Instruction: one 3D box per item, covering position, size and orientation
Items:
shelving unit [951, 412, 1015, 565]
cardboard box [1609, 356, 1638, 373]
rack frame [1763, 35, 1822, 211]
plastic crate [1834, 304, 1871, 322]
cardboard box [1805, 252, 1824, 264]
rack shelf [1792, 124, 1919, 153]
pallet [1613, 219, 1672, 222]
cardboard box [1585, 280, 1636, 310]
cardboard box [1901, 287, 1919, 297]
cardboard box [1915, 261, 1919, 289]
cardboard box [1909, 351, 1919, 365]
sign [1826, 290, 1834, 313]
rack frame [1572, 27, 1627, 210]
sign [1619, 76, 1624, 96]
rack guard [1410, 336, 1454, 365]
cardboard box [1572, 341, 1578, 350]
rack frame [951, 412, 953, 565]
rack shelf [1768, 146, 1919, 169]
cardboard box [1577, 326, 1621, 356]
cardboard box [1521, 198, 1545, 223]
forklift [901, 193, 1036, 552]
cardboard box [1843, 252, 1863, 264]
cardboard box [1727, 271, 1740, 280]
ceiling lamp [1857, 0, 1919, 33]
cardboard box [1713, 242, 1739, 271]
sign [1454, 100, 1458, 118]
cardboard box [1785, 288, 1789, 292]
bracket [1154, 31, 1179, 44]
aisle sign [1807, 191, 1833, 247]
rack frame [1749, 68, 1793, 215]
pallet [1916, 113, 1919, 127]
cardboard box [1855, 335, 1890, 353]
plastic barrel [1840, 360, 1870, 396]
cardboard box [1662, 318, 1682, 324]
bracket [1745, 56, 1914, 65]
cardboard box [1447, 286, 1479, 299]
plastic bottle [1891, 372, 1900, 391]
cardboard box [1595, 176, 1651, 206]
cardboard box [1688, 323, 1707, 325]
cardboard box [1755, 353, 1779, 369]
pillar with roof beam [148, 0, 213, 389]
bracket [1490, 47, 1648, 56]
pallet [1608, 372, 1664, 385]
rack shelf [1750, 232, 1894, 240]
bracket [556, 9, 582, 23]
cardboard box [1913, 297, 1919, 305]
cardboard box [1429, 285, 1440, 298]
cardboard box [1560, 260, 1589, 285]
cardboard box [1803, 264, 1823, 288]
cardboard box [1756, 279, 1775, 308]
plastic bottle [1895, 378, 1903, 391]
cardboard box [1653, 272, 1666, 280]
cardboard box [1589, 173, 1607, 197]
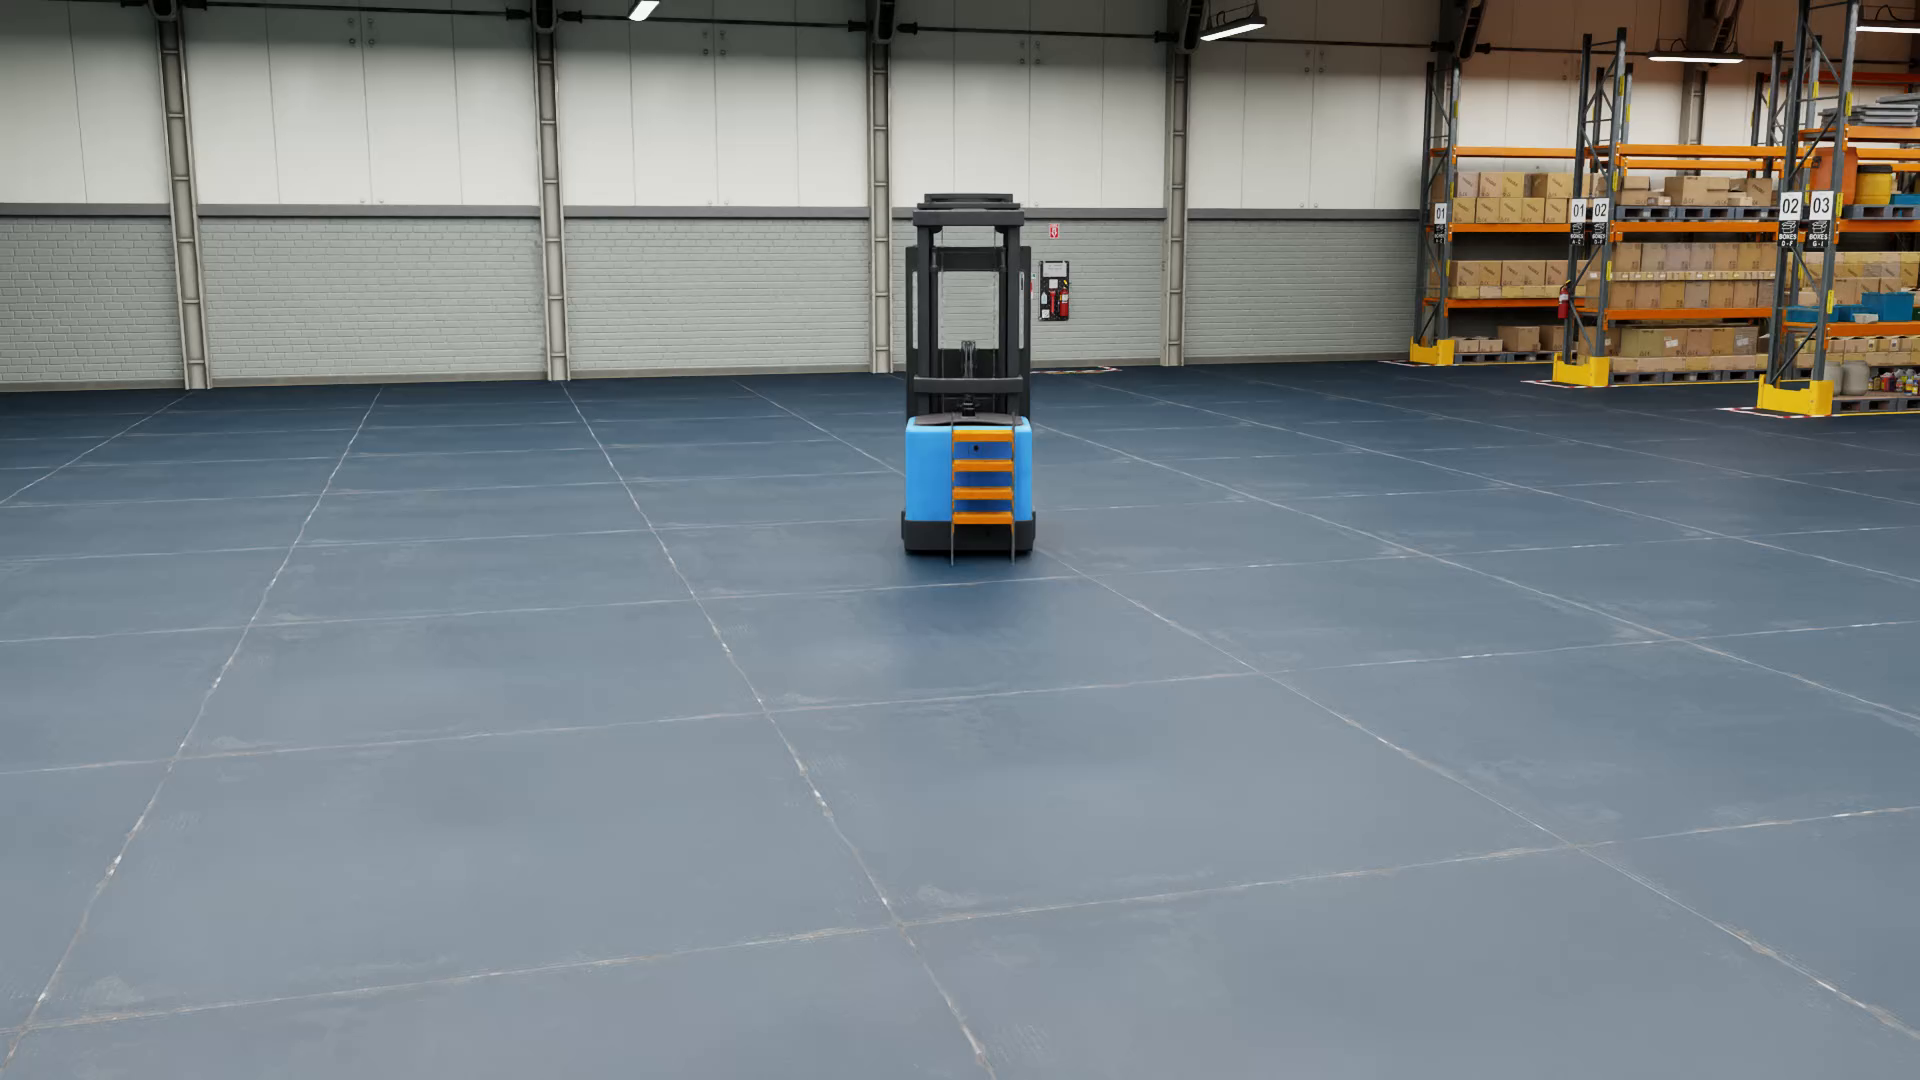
[{"bbox_3d":[0.181,-0.410,13.260,0.503,1.200,0.258,0,10,-1],"label":"shelving unit"},{"bbox_3d":[11.551,-3.087,29.265,0.500,0.250,0.500,-3,11,-16],"label":"cardboard box"},{"bbox_3d":[14.814,-7.397,29.674,0.127,3.000,1.000,-3,11,-16],"label":"rack frame"},{"bbox_3d":[13.376,-3.419,25.046,0.408,0.251,0.499,-3,11,-16],"label":"plastic crate"},{"bbox_3d":[18.290,-6.090,35.917,0.500,0.250,0.500,-3,11,-17],"label":"cardboard box"},{"bbox_3d":[14.275,-5.884,24.547,4.000,0.370,1.077,-3,11,-16],"label":"rack shelf"},{"bbox_3d":[14.048,-6.703,34.708,1.003,0.211,1.213,-3,11,-16],"label":"pallet"},{"bbox_3d":[11.425,-4.315,29.224,0.500,0.500,0.700,-3,11,-16],"label":"cardboard box"},{"bbox_3d":[17.742,-4.594,31.261,0.500,0.311,0.500,-3,11,-17],"label":"cardboard box"},{"bbox_3d":[21.633,-5.885,37.199,0.700,0.700,0.980,-3,11,-15],"label":"cardboard box"},{"bbox_3d":[17.724,-3.408,31.007,0.500,0.250,0.500,-3,11,-17],"label":"cardboard box"},{"bbox_3d":[12.504,-3.423,23.893,0.005,0.325,0.100,-3,11,-16],"label":"sign"},{"bbox_3d":[10.974,-7.195,28.574,0.127,3.000,1.000,-3,11,-16],"label":"rack frame"},{"bbox_3d":[11.123,-7.635,27.949,0.005,0.325,0.100,-3,11,-16],"label":"sign"},{"bbox_3d":[9.658,-3.880,34.041,0.348,0.500,1.175,-3,11,-16],"label":"rack guard"},{"bbox_3d":[12.921,-4.098,34.935,0.250,0.166,0.380,-5,11,-23],"label":"cardboard box"},{"bbox_3d":[-0.063,-0.409,13.258,0.015,1.200,0.240,0,10,-1],"label":"rack frame"},{"bbox_3d":[16.734,-6.948,30.325,4.000,0.370,1.077,-3,11,-16],"label":"rack shelf"},{"bbox_3d":[11.405,-3.546,29.689,0.500,0.500,0.500,-3,11,-16],"label":"cardboard box"},{"bbox_3d":[11.508,-6.692,33.795,0.500,0.500,0.500,-2,11,-12],"label":"cardboard box"},{"bbox_3d":[0.071,-1.562,14.734,1.130,2.935,3.031,0,10,0],"label":"forklift"},{"bbox_3d":[19.258,-6.142,36.204,0.500,0.250,0.500,-3,11,-17],"label":"cardboard box"},{"bbox_3d":[13.635,-4.713,29.594,0.250,0.149,0.380,-3,11,-16],"label":"cardboard box"},{"bbox_3d":[15.437,-9.791,26.555,2.000,3.185,0.800,-3,11,-16],"label":"ceiling lamp"},{"bbox_3d":[13.424,-5.059,29.685,0.500,0.500,0.700,-3,11,-16],"label":"cardboard box"},{"bbox_3d":[9.737,-8.460,32.647,0.005,0.325,0.100,-3,11,-16],"label":"sign"},{"bbox_3d":[17.647,-5.373,35.886,0.250,0.149,0.380,-3,11,-17],"label":"cardboard box"},{"bbox_3d":[3.956,-9.625,31.835,0.430,0.232,0.235,-3,11,-16],"label":"bracket"},{"bbox_3d":[12.367,-4.607,23.907,0.004,0.787,0.394,-3,11,-16],"label":"aisle sign"},{"bbox_3d":[17.267,-8.460,35.450,0.127,3.000,1.000,-3,11,-16],"label":"rack frame"},{"bbox_3d":[14.238,-6.137,24.457,1.213,0.211,1.003,-3,11,-16],"label":"pallet"},{"bbox_3d":[16.756,-3.632,30.679,0.500,0.311,0.500,-3,11,-14],"label":"cardboard box"},{"bbox_3d":[13.446,-2.438,25.017,0.421,0.512,0.421,0,10,0],"label":"plastic barrel"},{"bbox_3d":[15.048,-4.753,35.501,0.500,0.250,0.500,-3,11,-18],"label":"cardboard box"},{"bbox_3d":[18.748,-10.405,36.070,4.783,0.066,0.076,-3,11,-16],"label":"bracket"},{"bbox_3d":[10.143,-5.011,33.640,0.500,0.250,0.500,-3,11,-18],"label":"cardboard box"},{"bbox_3d":[14.378,-2.444,25.646,0.135,0.276,0.152,-3,11,-18],"label":"plastic bottle"},{"bbox_3d":[11.526,-6.074,28.940,0.637,0.503,0.797,-2,11,-12],"label":"cardboard box"},{"bbox_3d":[15.594,-4.416,35.737,0.500,0.500,0.700,-3,11,-16],"label":"cardboard box"},{"bbox_3d":[14.430,-3.239,30.094,0.500,0.250,0.500,-3,11,-16],"label":"cardboard box"},{"bbox_3d":[-11.825,-6.278,23.598,0.548,9.000,9.100,-3,11,-16],"label":"pillar with roof beam"},{"bbox_3d":[12.987,-10.101,34.421,4.783,0.066,0.076,-3,11,-16],"label":"bracket"},{"bbox_3d":[11.696,-2.919,29.619,1.213,0.211,1.003,-3,11,-16],"label":"pallet"},{"bbox_3d":[19.187,-6.733,36.336,4.000,0.370,1.077,-3,11,-16],"label":"rack shelf"},{"bbox_3d":[-6.769,-9.060,28.765,0.430,0.232,0.235,-3,11,-16],"label":"bracket"},{"bbox_3d":[17.868,-4.432,30.831,0.250,0.149,0.380,-3,11,-16],"label":"cardboard box"},{"bbox_3d":[9.980,-5.099,34.117,0.500,0.250,0.500,-3,11,-15],"label":"cardboard box"},{"bbox_3d":[12.581,-5.508,34.273,0.500,0.500,0.500,-3,11,-16],"label":"cardboard box"},{"bbox_3d":[18.310,-5.720,35.982,0.500,0.500,0.500,-3,11,-14],"label":"cardboard box"},{"bbox_3d":[14.390,-4.472,30.080,0.500,0.500,0.700,-3,11,-17],"label":"cardboard box"},{"bbox_3d":[14.431,-2.386,25.540,0.097,0.201,0.097,0,10,0],"label":"plastic bottle"},{"bbox_3d":[12.146,-4.633,29.164,0.250,0.149,0.380,-3,11,-17],"label":"cardboard box"},{"bbox_3d":[13.021,-7.261,34.127,0.500,0.500,0.500,-4,11,-21],"label":"cardboard box"}]
